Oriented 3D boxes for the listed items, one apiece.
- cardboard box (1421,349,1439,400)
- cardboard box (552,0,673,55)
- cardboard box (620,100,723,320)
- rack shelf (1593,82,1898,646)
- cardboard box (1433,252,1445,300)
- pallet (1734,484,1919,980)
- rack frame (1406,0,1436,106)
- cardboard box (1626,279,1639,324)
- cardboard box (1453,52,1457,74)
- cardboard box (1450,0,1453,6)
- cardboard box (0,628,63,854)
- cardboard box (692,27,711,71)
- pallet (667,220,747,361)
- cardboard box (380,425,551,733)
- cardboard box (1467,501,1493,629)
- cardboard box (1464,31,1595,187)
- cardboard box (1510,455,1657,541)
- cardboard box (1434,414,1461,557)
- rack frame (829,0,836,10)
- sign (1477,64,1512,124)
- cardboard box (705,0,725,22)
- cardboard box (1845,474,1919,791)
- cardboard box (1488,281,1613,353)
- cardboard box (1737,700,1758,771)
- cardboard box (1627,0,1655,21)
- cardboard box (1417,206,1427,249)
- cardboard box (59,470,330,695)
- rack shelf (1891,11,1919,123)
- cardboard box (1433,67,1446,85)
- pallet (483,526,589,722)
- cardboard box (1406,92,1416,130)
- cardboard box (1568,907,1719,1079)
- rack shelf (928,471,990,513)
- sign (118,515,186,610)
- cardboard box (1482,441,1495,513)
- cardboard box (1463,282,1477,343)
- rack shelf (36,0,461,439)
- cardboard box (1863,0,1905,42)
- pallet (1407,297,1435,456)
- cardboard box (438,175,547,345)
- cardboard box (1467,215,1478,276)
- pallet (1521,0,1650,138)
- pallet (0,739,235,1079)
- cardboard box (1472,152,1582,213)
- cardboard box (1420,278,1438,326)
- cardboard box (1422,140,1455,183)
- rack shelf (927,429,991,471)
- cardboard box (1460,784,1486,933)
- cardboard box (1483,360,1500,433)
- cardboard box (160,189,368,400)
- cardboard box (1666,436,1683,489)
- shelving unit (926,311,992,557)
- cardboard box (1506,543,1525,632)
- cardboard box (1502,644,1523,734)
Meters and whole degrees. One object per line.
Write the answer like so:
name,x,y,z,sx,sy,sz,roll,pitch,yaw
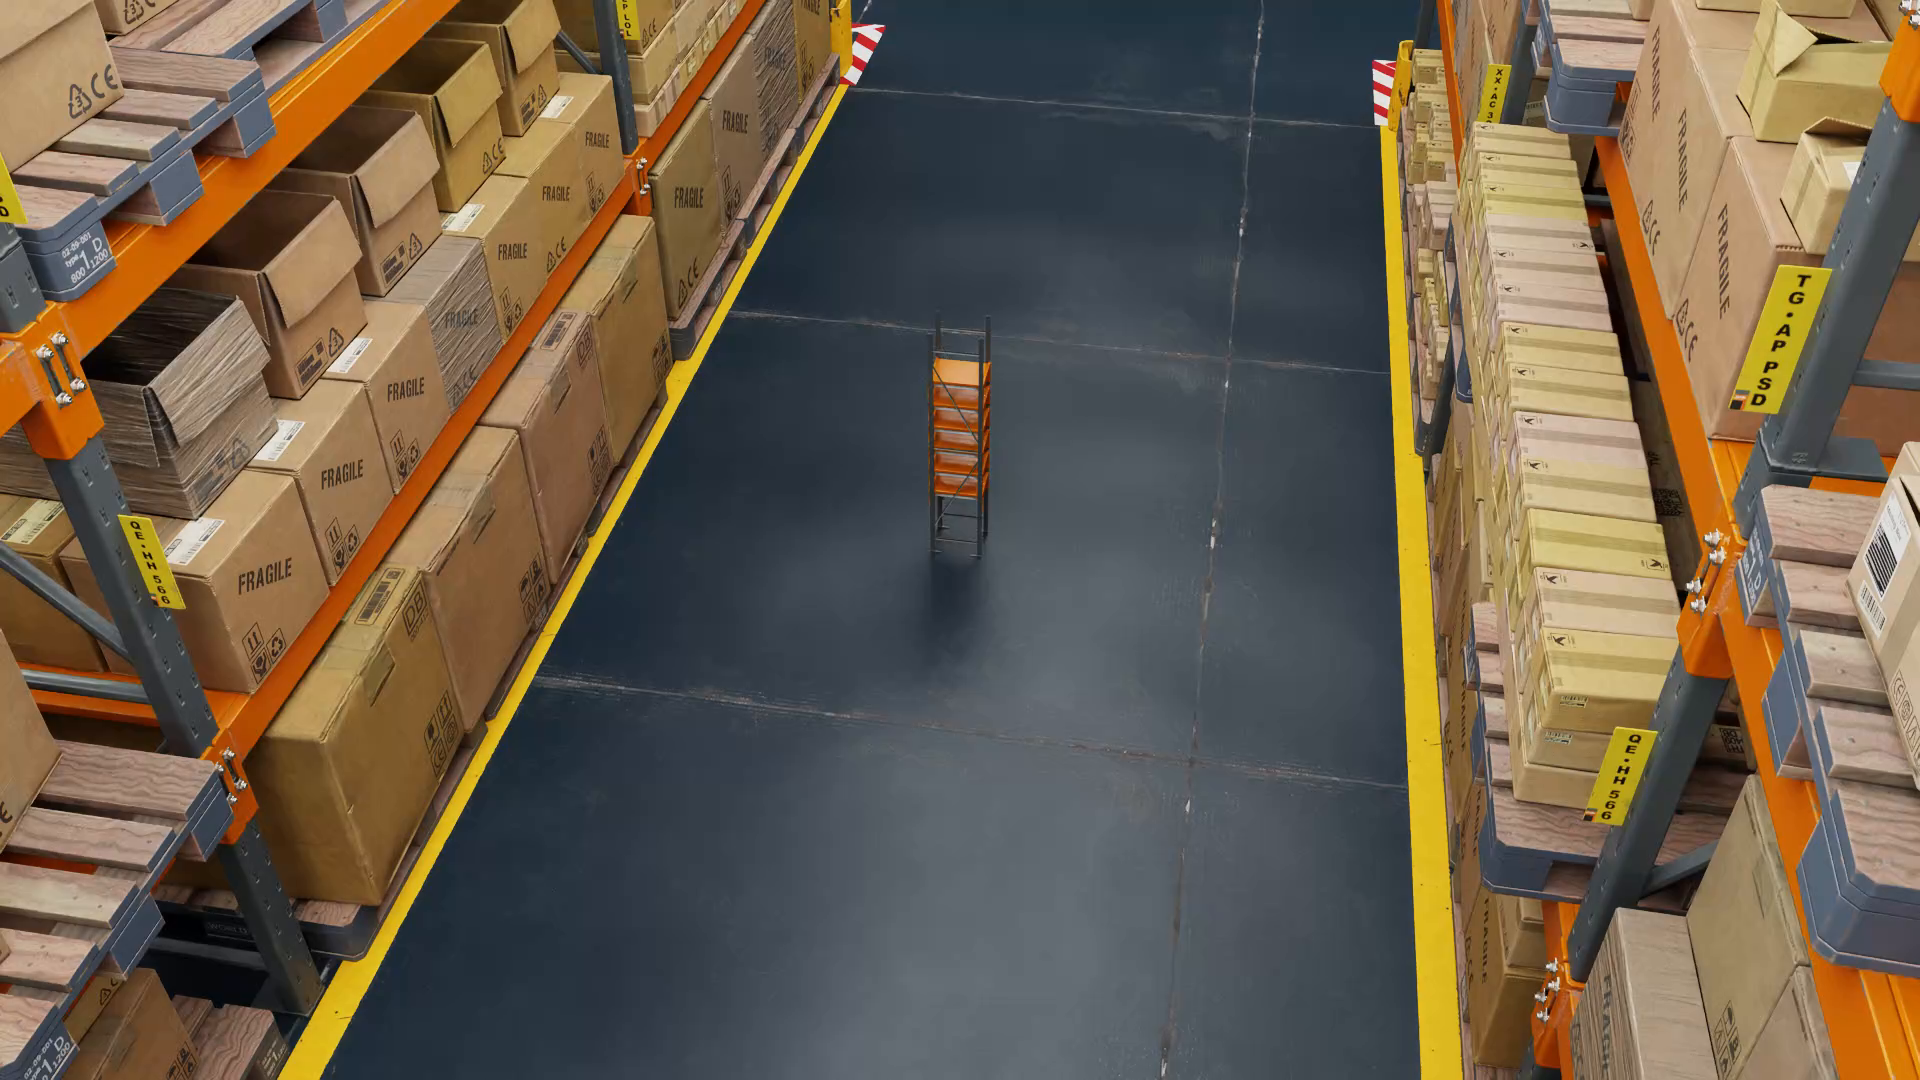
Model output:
cardboard box,2.534,-0.821,8.394,0.380,0.149,0.250,7,40,8
cardboard box,-1.731,-2.703,8.058,0.500,0.500,0.500,6,40,8
cardboard box,-1.873,-1.833,9.048,0.875,0.875,0.875,6,40,8
rack shelf,2.456,-1.098,5.032,1.077,0.370,4.000,6,40,8
cardboard box,2.648,-1.341,8.555,0.380,0.149,0.250,6,40,7
pallet,2.050,0.362,2.849,1.213,0.211,1.003,8,40,10
rack frame,3.494,-3.985,10.313,1.000,3.000,0.127,6,40,8
cardboard box,2.839,-0.949,6.509,0.380,0.149,0.250,6,40,8
cardboard box,2.820,-2.572,8.801,0.380,0.149,0.250,7,40,9
cardboard box,2.979,-3.242,9.102,0.500,0.500,0.500,7,40,8
cardboard box,-2.812,0.568,4.397,0.500,0.500,0.500,2,40,2
cardboard box,-1.553,-2.633,8.874,0.380,0.149,0.250,5,40,6
pallet,-1.857,-1.479,9.470,1.003,0.211,1.213,6,40,8
cardboard box,-2.456,0.093,6.718,1.225,0.875,0.875,7,40,8
cardboard box,2.231,0.127,6.383,0.500,0.250,0.500,8,40,9
cardboard box,2.607,-1.962,7.554,0.500,0.500,0.500,6,40,8
cardboard box,1.876,-0.106,5.022,0.380,0.149,0.250,8,40,9
cardboard box,2.413,-0.239,7.413,0.500,0.500,0.500,8,40,9
rack frame,-1.374,-4.595,11.051,1.000,3.000,0.127,6,40,8
sign,2.266,-1.863,7.067,0.100,0.325,0.005,6,40,8
cardboard box,-1.552,-3.045,9.060,0.500,0.250,0.500,7,40,9
cardboard box,1.768,0.144,2.627,0.500,0.311,0.500,6,40,8
cardboard box,2.058,-0.761,5.814,0.380,0.149,0.250,8,40,9
cardboard box,2.432,0.544,4.703,0.380,0.149,0.250,8,40,10
cardboard box,2.405,-1.877,4.999,0.797,0.503,0.637,6,40,7
cardboard box,2.834,-1.782,9.556,0.380,0.149,0.250,6,40,8
cardboard box,-2.406,0.112,5.279,0.500,0.500,0.500,8,40,9
rack shelf,1.764,0.410,1.167,1.077,0.370,4.000,6,40,8
cardboard box,3.139,-2.800,10.320,0.380,0.149,0.250,7,40,8
pallet,-2.334,0.250,7.378,1.003,0.211,1.213,6,40,8
cardboard box,3.088,-2.755,10.732,0.380,0.149,0.250,7,40,9
cardboard box,1.766,1.249,3.903,0.500,0.500,0.500,7,40,8
rack shelf,-0.002,-0.234,7.635,0.258,0.103,0.180,6,40,8
sign,-2.222,0.064,4.569,0.100,0.325,0.005,6,40,8
cardboard box,1.969,-0.194,5.595,0.380,0.149,0.250,8,40,9
cardboard box,2.147,-0.855,6.394,0.380,0.149,0.250,7,40,8
rack shelf,-2.412,-1.709,5.770,1.077,0.370,4.000,6,40,8
cardboard box,2.631,-1.117,4.411,0.500,0.500,0.500,6,40,8
pallet,2.883,-0.825,8.679,1.003,0.211,1.213,6,40,8
cardboard box,-2.054,-1.161,6.819,0.500,0.500,0.500,6,40,7
cardboard box,2.193,-1.133,6.497,0.380,0.149,0.250,7,40,9
pallet,2.414,-1.531,5.138,1.213,0.211,1.003,6,40,8
pallet,-2.776,0.958,4.484,1.213,0.211,1.003,6,40,8
cardboard box,2.238,-1.397,6.583,0.380,0.149,0.250,7,40,9
cardboard box,2.607,-1.226,8.650,0.380,0.149,0.250,5,40,6
cardboard box,2.860,-2.158,9.544,0.380,0.149,0.250,7,40,8
rack shelf,-0.002,-0.419,7.482,0.258,0.103,0.180,6,40,8
cardboard box,2.060,1.070,5.831,0.500,0.500,0.500,8,40,9
cardboard box,2.012,-0.476,5.703,0.380,0.149,0.250,6,40,7
cardboard box,-2.500,-0.865,5.674,0.797,0.503,0.637,7,40,9
cardboard box,2.660,-0.283,5.703,0.380,0.149,0.250,5,40,6
shelving unit,-0.002,-0.453,7.454,0.258,1.200,0.189,6,40,8
cardboard box,1.834,0.163,4.930,0.380,0.149,0.250,7,40,9
cardboard box,1.787,0.455,4.810,0.380,0.149,0.250,6,40,8
